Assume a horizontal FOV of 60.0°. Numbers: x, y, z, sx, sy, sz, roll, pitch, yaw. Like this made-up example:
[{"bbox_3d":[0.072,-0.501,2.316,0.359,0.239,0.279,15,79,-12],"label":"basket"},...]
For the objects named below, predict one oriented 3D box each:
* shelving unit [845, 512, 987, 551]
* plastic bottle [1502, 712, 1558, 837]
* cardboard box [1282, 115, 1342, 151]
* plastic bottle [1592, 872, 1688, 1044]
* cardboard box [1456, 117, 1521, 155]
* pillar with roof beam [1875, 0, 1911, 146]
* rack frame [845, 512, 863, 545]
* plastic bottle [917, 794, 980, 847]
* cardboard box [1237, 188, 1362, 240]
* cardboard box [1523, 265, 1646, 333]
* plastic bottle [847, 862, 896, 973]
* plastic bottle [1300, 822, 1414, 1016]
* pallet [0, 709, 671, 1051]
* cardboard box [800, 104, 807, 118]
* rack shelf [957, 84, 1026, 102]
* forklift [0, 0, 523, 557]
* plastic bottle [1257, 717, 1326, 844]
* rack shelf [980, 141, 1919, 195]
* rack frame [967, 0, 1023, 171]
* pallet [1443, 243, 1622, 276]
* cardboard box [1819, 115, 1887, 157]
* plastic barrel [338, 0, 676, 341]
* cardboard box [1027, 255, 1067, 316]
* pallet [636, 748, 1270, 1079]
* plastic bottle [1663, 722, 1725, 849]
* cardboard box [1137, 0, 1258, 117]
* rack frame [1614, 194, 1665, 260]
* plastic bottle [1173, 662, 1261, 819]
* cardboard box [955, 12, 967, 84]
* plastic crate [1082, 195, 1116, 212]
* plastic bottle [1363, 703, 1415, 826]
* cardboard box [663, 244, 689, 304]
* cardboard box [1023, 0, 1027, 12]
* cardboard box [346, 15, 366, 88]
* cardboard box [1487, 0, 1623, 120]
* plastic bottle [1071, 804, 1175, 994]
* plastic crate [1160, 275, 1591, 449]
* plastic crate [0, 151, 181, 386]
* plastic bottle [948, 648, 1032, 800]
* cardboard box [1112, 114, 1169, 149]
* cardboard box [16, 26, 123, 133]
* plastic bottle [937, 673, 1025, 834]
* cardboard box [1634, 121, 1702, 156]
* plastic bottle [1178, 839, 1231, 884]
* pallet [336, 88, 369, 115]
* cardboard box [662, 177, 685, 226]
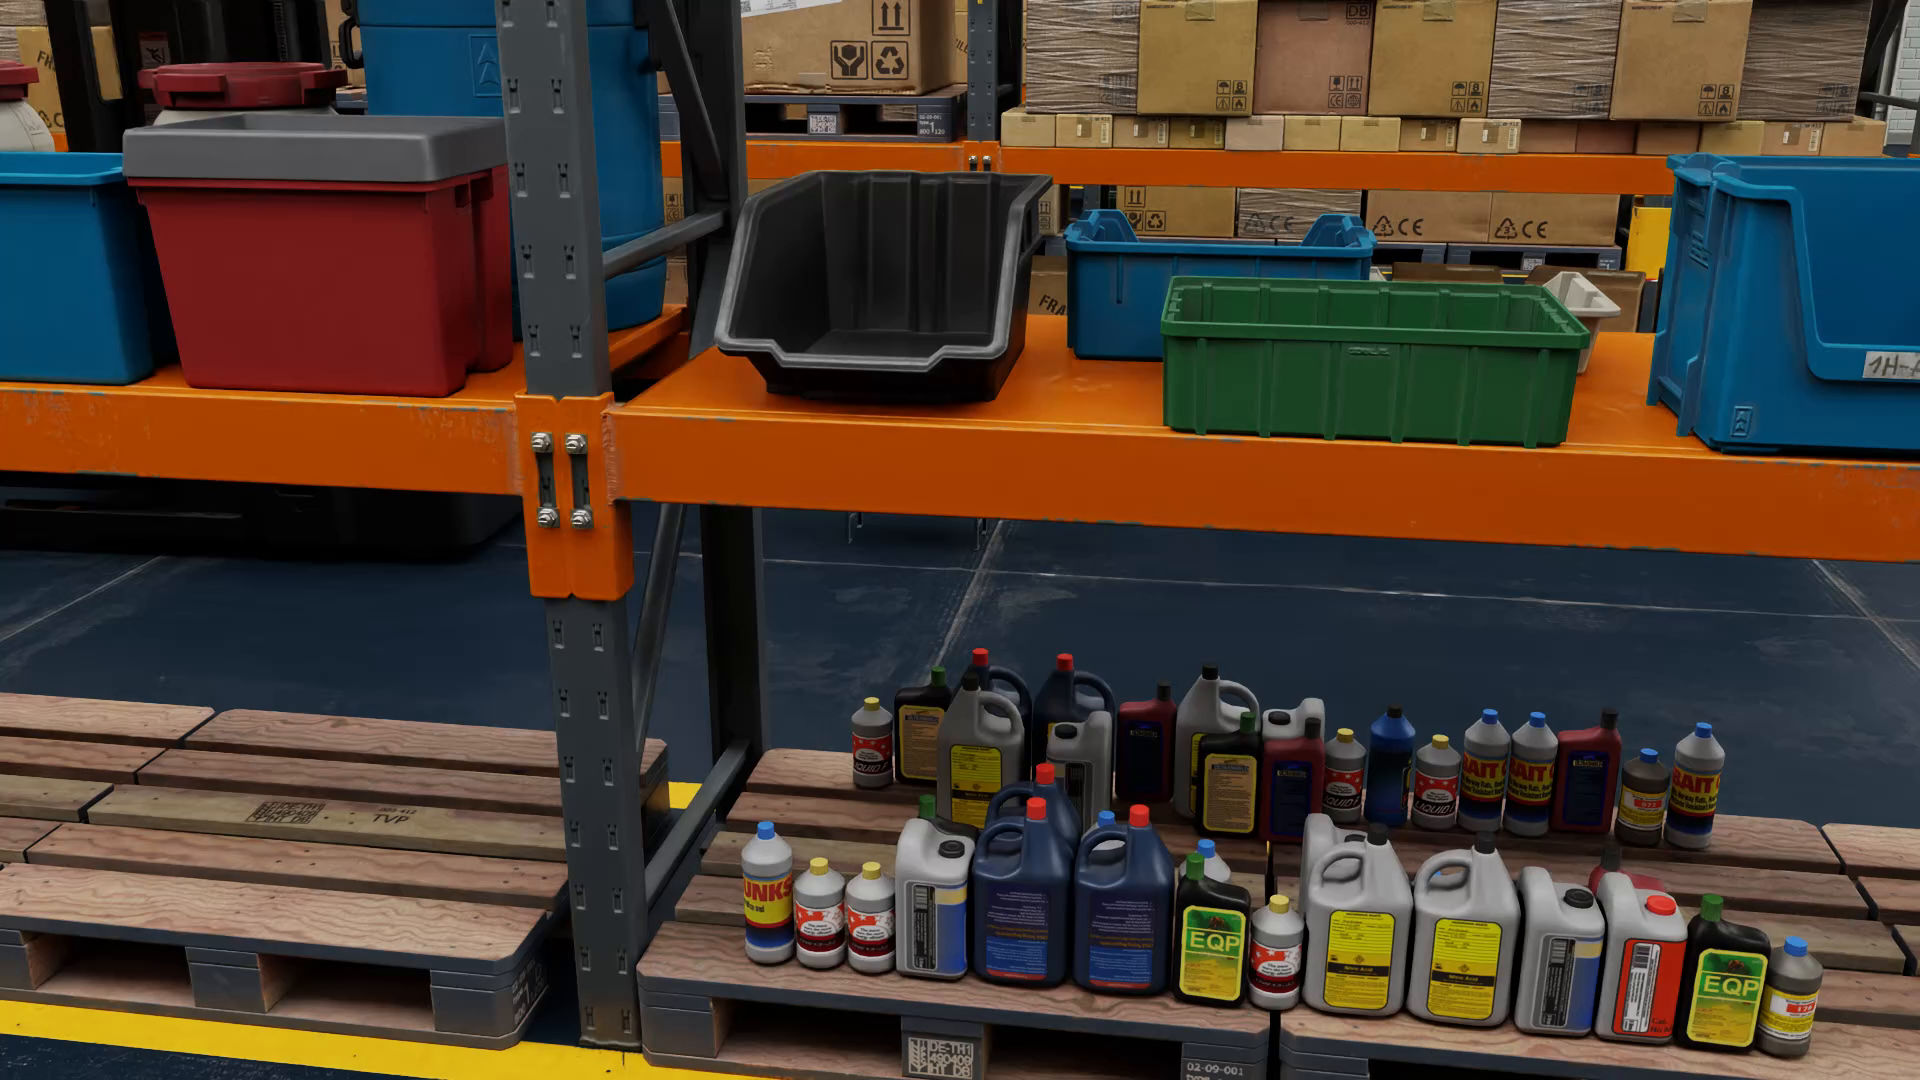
[{"bbox_3d":[-0.163,-0.577,6.138,0.503,1.200,0.258,3,19,9],"label":"shelving unit"},{"bbox_3d":[1.258,0.509,3.661,0.097,0.271,0.097,0,18,0],"label":"plastic bottle"},{"bbox_3d":[1.576,-1.844,7.481,0.250,0.149,0.380,3,19,9],"label":"cardboard box"},{"bbox_3d":[1.209,0.737,2.973,0.135,0.276,0.152,3,19,9],"label":"plastic bottle"},{"bbox_3d":[2.311,-1.795,7.336,0.250,0.149,0.380,3,19,9],"label":"cardboard box"},{"bbox_3d":[11.175,-8.093,16.309,0.400,9.000,9.100,3,19,9],"label":"pillar with roof beam"},{"bbox_3d":[-0.404,-0.590,6.174,0.015,1.200,0.240,3,19,9],"label":"rack frame"},{"bbox_3d":[-0.028,0.636,3.263,0.133,0.283,0.061,3,19,9],"label":"plastic bottle"},{"bbox_3d":[2.560,-2.766,12.528,0.875,0.875,0.875,3,19,9],"label":"cardboard box"},{"bbox_3d":[2.913,-0.991,7.816,0.500,0.500,0.500,8,20,23],"label":"cardboard box"},{"bbox_3d":[-0.167,0.711,3.168,0.097,0.201,0.097,0,18,0],"label":"plastic bottle"},{"bbox_3d":[0.725,0.678,3.031,0.185,0.351,0.144,3,19,8],"label":"plastic bottle"},{"bbox_3d":[-1.394,0.724,3.807,1.213,0.211,1.003,3,19,9],"label":"pallet"},{"bbox_3d":[-1.872,-5.952,22.642,0.500,0.500,0.500,3,19,10],"label":"cardboard box"},{"bbox_3d":[-0.915,-3.431,12.964,4.000,0.370,1.077,3,19,9],"label":"rack shelf"},{"bbox_3d":[-3.183,-1.518,6.220,3.031,2.935,1.130,2,19,7],"label":"forklift"},{"bbox_3d":[0.721,0.519,3.612,0.133,0.283,0.061,3,19,9],"label":"plastic bottle"},{"bbox_3d":[2.148,-1.681,7.734,4.000,0.370,1.077,3,19,9],"label":"rack shelf"},{"bbox_3d":[0.173,-2.123,7.921,0.127,3.000,1.000,3,19,9],"label":"rack frame"},{"bbox_3d":[4.207,-2.164,12.437,1.213,0.211,1.003,3,19,9],"label":"pallet"},{"bbox_3d":[3.808,-1.752,7.208,0.250,0.149,0.380,3,19,9],"label":"cardboard box"},{"bbox_3d":[-0.946,-0.923,3.545,0.708,0.901,0.600,3,19,9],"label":"plastic barrel"},{"bbox_3d":[0.562,-1.104,8.153,0.500,0.500,0.500,2,19,7],"label":"cardboard box"},{"bbox_3d":[0.044,0.798,3.585,1.213,0.211,1.003,3,19,9],"label":"pallet"},{"bbox_3d":[1.596,0.526,3.609,0.097,0.271,0.097,0,18,0],"label":"plastic bottle"},{"bbox_3d":[1.096,-2.233,7.624,0.500,0.500,0.875,3,19,9],"label":"cardboard box"},{"bbox_3d":[5.009,-3.470,11.948,0.127,3.000,1.000,3,19,9],"label":"rack frame"},{"bbox_3d":[0.577,0.444,3.729,0.185,0.351,0.144,3,19,8],"label":"plastic bottle"},{"bbox_3d":[0.003,-3.687,12.438,0.500,0.500,0.500,3,19,8],"label":"cardboard box"},{"bbox_3d":[1.439,-2.767,14.187,0.662,0.188,0.450,14,33,37],"label":"plastic crate"},{"bbox_3d":[0.959,0.494,3.706,0.097,0.271,0.097,0,18,0],"label":"plastic bottle"},{"bbox_3d":[-1.450,-1.242,8.533,0.500,0.500,0.700,1,19,4],"label":"cardboard box"},{"bbox_3d":[0.568,-4.216,12.444,0.500,0.500,0.700,3,19,8],"label":"cardboard box"},{"bbox_3d":[-2.670,-2.559,8.406,0.500,0.500,0.700,6,19,17],"label":"cardboard box"},{"bbox_3d":[2.584,-2.173,7.443,0.500,0.500,0.875,3,19,9],"label":"cardboard box"},{"bbox_3d":[0.305,0.656,3.095,0.185,0.351,0.144,2,19,6],"label":"plastic bottle"},{"bbox_3d":[0.683,-0.314,2.848,0.662,0.188,0.450,3,19,9],"label":"plastic crate"},{"bbox_3d":[-1.751,-0.522,3.160,0.575,0.384,0.392,3,19,9],"label":"plastic crate"},{"bbox_3d":[0.069,0.418,3.807,0.185,0.351,0.144,2,19,7],"label":"plastic bottle"},{"bbox_3d":[0.834,-1.878,7.585,0.250,0.149,0.380,3,19,9],"label":"cardboard box"},{"bbox_3d":[-4.303,-2.319,8.349,0.500,0.500,0.500,4,19,10],"label":"cardboard box"},{"bbox_3d":[0.046,0.464,3.672,0.185,0.351,0.144,3,19,9],"label":"plastic bottle"},{"bbox_3d":[3.062,-1.779,7.288,0.250,0.149,0.380,3,19,9],"label":"cardboard box"},{"bbox_3d":[0.456,0.690,3.121,0.097,0.271,0.097,0,18,0],"label":"plastic bottle"},{"bbox_3d":[-3.056,-2.231,8.545,1.003,0.211,1.213,3,19,9],"label":"pallet"},{"bbox_3d":[-2.303,-2.947,13.266,0.750,0.750,1.050,3,19,8],"label":"cardboard box"}]
